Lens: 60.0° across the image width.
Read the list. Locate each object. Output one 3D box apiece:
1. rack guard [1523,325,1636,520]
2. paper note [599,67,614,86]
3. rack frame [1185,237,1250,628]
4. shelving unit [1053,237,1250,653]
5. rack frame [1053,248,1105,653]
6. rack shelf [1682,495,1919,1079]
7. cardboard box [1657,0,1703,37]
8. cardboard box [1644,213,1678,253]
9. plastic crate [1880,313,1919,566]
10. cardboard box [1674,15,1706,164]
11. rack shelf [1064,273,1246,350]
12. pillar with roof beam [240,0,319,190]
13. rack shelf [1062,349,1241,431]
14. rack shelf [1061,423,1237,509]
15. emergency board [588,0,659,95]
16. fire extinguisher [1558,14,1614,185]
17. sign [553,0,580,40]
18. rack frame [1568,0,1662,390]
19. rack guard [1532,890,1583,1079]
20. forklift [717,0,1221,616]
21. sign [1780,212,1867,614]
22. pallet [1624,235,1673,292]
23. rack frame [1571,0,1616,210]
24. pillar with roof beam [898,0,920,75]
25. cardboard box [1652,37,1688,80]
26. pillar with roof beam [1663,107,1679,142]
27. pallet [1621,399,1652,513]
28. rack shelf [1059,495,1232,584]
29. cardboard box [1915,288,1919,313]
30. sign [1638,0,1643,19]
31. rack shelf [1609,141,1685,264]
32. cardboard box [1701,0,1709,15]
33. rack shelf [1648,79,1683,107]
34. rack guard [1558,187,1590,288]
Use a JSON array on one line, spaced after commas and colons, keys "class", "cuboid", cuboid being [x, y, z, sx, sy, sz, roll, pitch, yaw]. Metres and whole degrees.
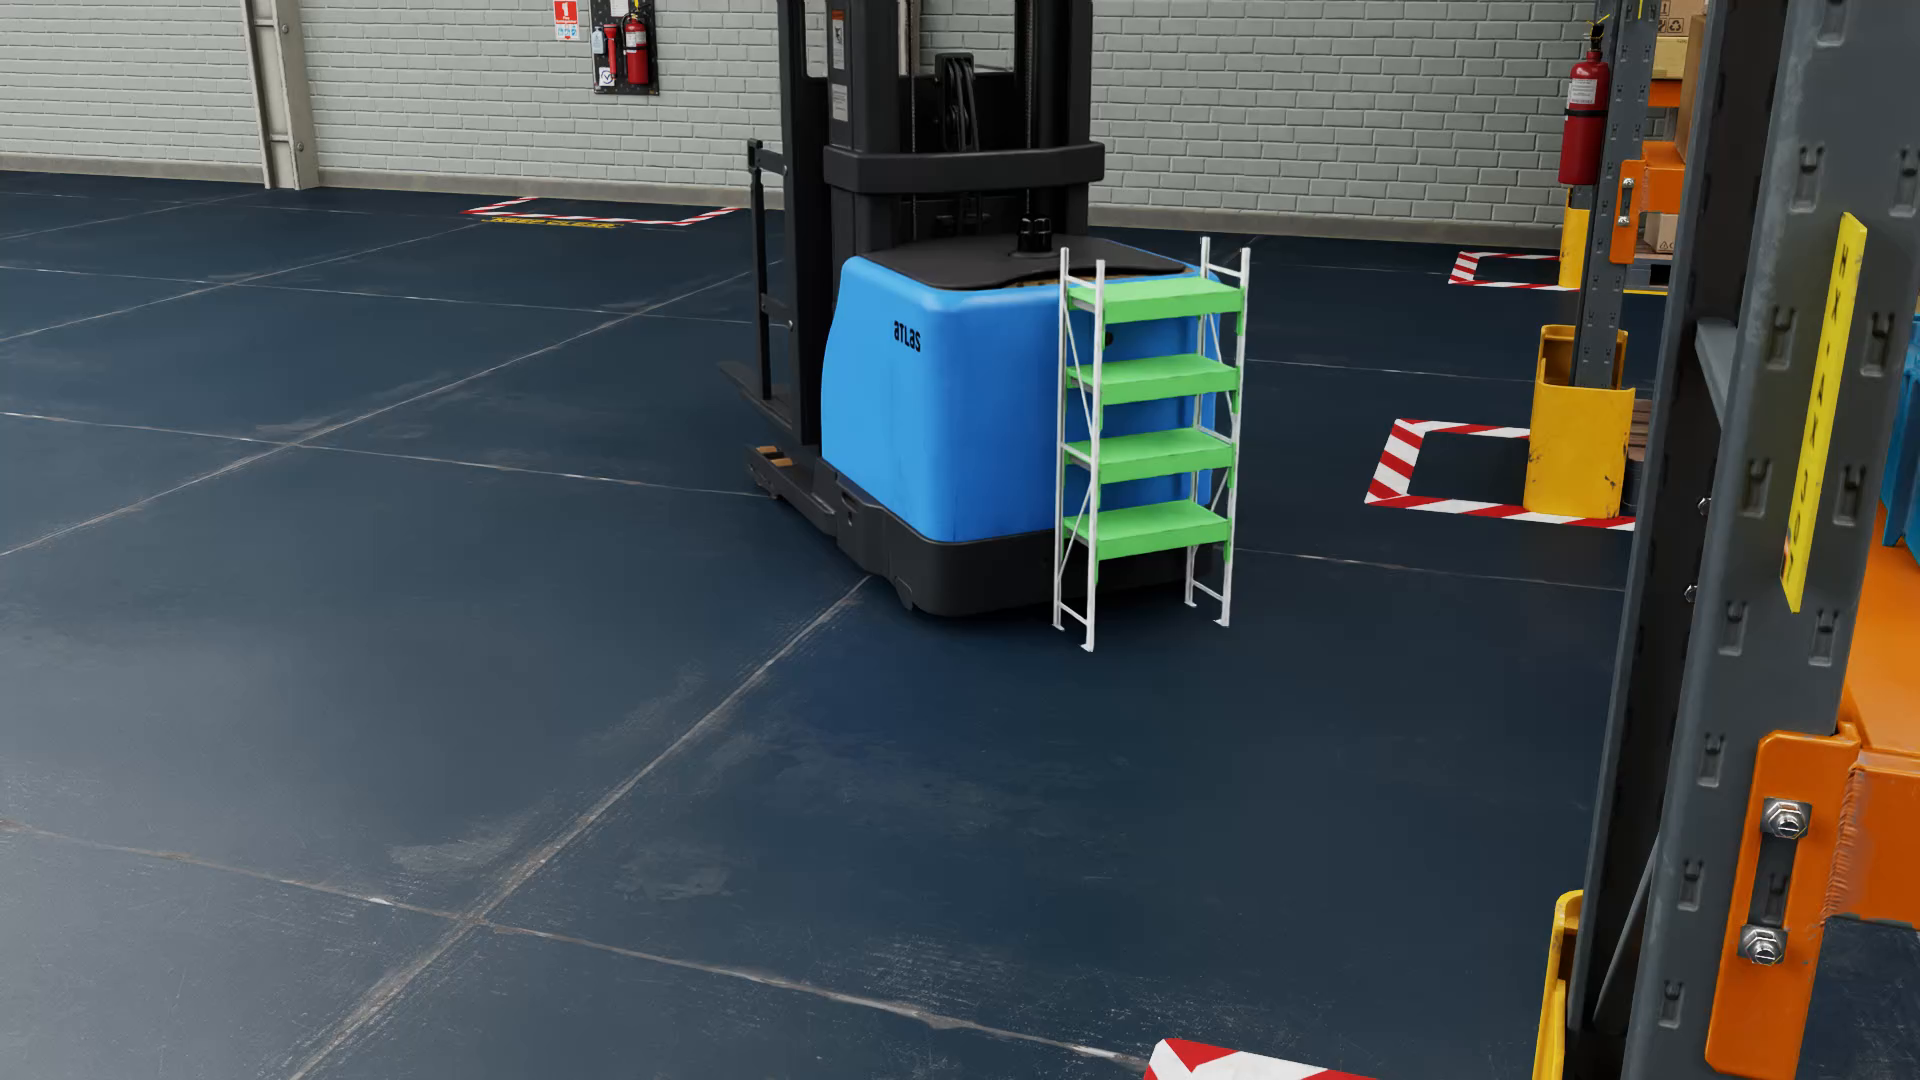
[{"class": "rack guard", "cuboid": [2.516, -0.507, 6.773, 0.348, 0.500, 1.175, 7, 20, 18]}, {"class": "paper note", "cuboid": [-3.028, -3.971, 14.249, 0.142, 0.148, 0.016, 7, 20, 18]}, {"class": "rack frame", "cuboid": [0.798, -0.325, 5.186, 0.015, 1.200, 0.240, -8, 21, -23]}, {"class": "shelving unit", "cuboid": [0.576, -0.292, 5.091, 0.503, 1.200, 0.258, -8, 21, -23]}, {"class": "rack frame", "cuboid": [0.353, -0.259, 4.996, 0.015, 1.200, 0.240, -8, 21, -23]}, {"class": "rack shelf", "cuboid": [2.799, 0.410, 1.435, 4.000, 0.370, 1.077, 7, 20, 18]}, {"class": "cardboard box", "cuboid": [4.513, -3.374, 10.255, 0.500, 0.500, 0.500, 7, 20, 18]}, {"class": "cardboard box", "cuboid": [4.785, -2.061, 10.849, 0.500, 0.311, 0.500, 4, 20, 12]}, {"class": "plastic crate", "cuboid": [1.481, -0.114, 2.073, 0.616, 0.251, 0.499, 7, 20, 18]}, {"class": "cardboard box", "cuboid": [2.976, -1.678, 6.181, 0.500, 0.500, 0.700, 7, 20, 18]}, {"class": "rack shelf", "cuboid": [0.576, -0.685, 4.954, 0.480, 0.148, 0.258, -8, 21, -23]}, {"class": "pillar with roof beam", "cuboid": [-7.642, -6.210, 10.219, 0.400, 9.000, 9.100, 7, 20, 18]}, {"class": "rack shelf", "cuboid": [0.576, -0.458, 5.033, 0.480, 0.148, 0.258, -8, 21, -23]}, {"class": "rack shelf", "cuboid": [0.576, -0.232, 5.112, 0.480, 0.148, 0.258, -8, 21, -23]}, {"class": "emergency board", "cuboid": [-2.883, -4.346, 13.987, 0.643, 1.169, 0.194, 7, 20, 18]}, {"class": "fire extinguisher", "cuboid": [2.580, -1.806, 6.817, 0.183, 0.674, 0.296, 7, 20, 18]}, {"class": "sign", "cuboid": [-3.372, -4.455, 14.245, 0.234, 0.329, 0.001, 7, 20, 18]}, {"class": "rack frame", "cuboid": [2.539, -1.685, 6.354, 0.127, 3.000, 1.000, 7, 20, 18]}, {"class": "rack guard", "cuboid": [0.997, 1.028, 2.366, 0.348, 0.500, 1.175, 7, 20, 18]}, {"class": "forklift", "cuboid": [-0.213, -1.592, 6.190, 1.130, 2.935, 3.031, -8, 21, -22]}, {"class": "sign", "cuboid": [0.725, -0.106, 1.402, 0.005, 0.325, 0.100, 7, 20, 18]}, {"class": "pallet", "cuboid": [4.989, -1.802, 10.926, 1.213, 0.211, 1.003, 7, 20, 18]}, {"class": "rack frame", "cuboid": [4.161, -3.226, 10.773, 0.127, 3.000, 1.000, 7, 20, 18]}, {"class": "pillar with roof beam", "cuboid": [-1.974, -5.562, 8.360, 0.400, 9.000, 9.100, 7, 20, 18]}, {"class": "cardboard box", "cuboid": [4.518, -3.013, 10.360, 0.500, 0.250, 0.500, 6, 20, 16]}, {"class": "pillar with roof beam", "cuboid": [3.693, -4.914, 6.501, 0.400, 9.000, 9.100, 7, 20, 18]}, {"class": "pallet", "cuboid": [3.275, -0.299, 6.613, 1.213, 0.211, 1.003, 7, 20, 18]}, {"class": "rack shelf", "cuboid": [0.576, -0.005, 5.191, 0.480, 0.148, 0.258, -8, 21, -23]}, {"class": "cardboard box", "cuboid": [3.445, -0.759, 6.096, 0.500, 0.500, 0.500, 7, 20, 18]}, {"class": "sign", "cuboid": [2.351, -1.960, 5.705, 0.005, 0.325, 0.100, 7, 20, 18]}, {"class": "rack shelf", "cuboid": [4.428, -1.130, 5.852, 4.000, 0.370, 1.077, 7, 20, 18]}, {"class": "cardboard box", "cuboid": [2.962, -2.057, 6.282, 0.250, 0.149, 0.380, 6, 20, 17]}, {"class": "rack shelf", "cuboid": [6.050, -2.670, 10.272, 4.000, 0.370, 1.077, 7, 20, 18]}, {"class": "rack guard", "cuboid": [4.233, -2.037, 11.161, 0.348, 0.500, 1.175, 7, 20, 18]}]
